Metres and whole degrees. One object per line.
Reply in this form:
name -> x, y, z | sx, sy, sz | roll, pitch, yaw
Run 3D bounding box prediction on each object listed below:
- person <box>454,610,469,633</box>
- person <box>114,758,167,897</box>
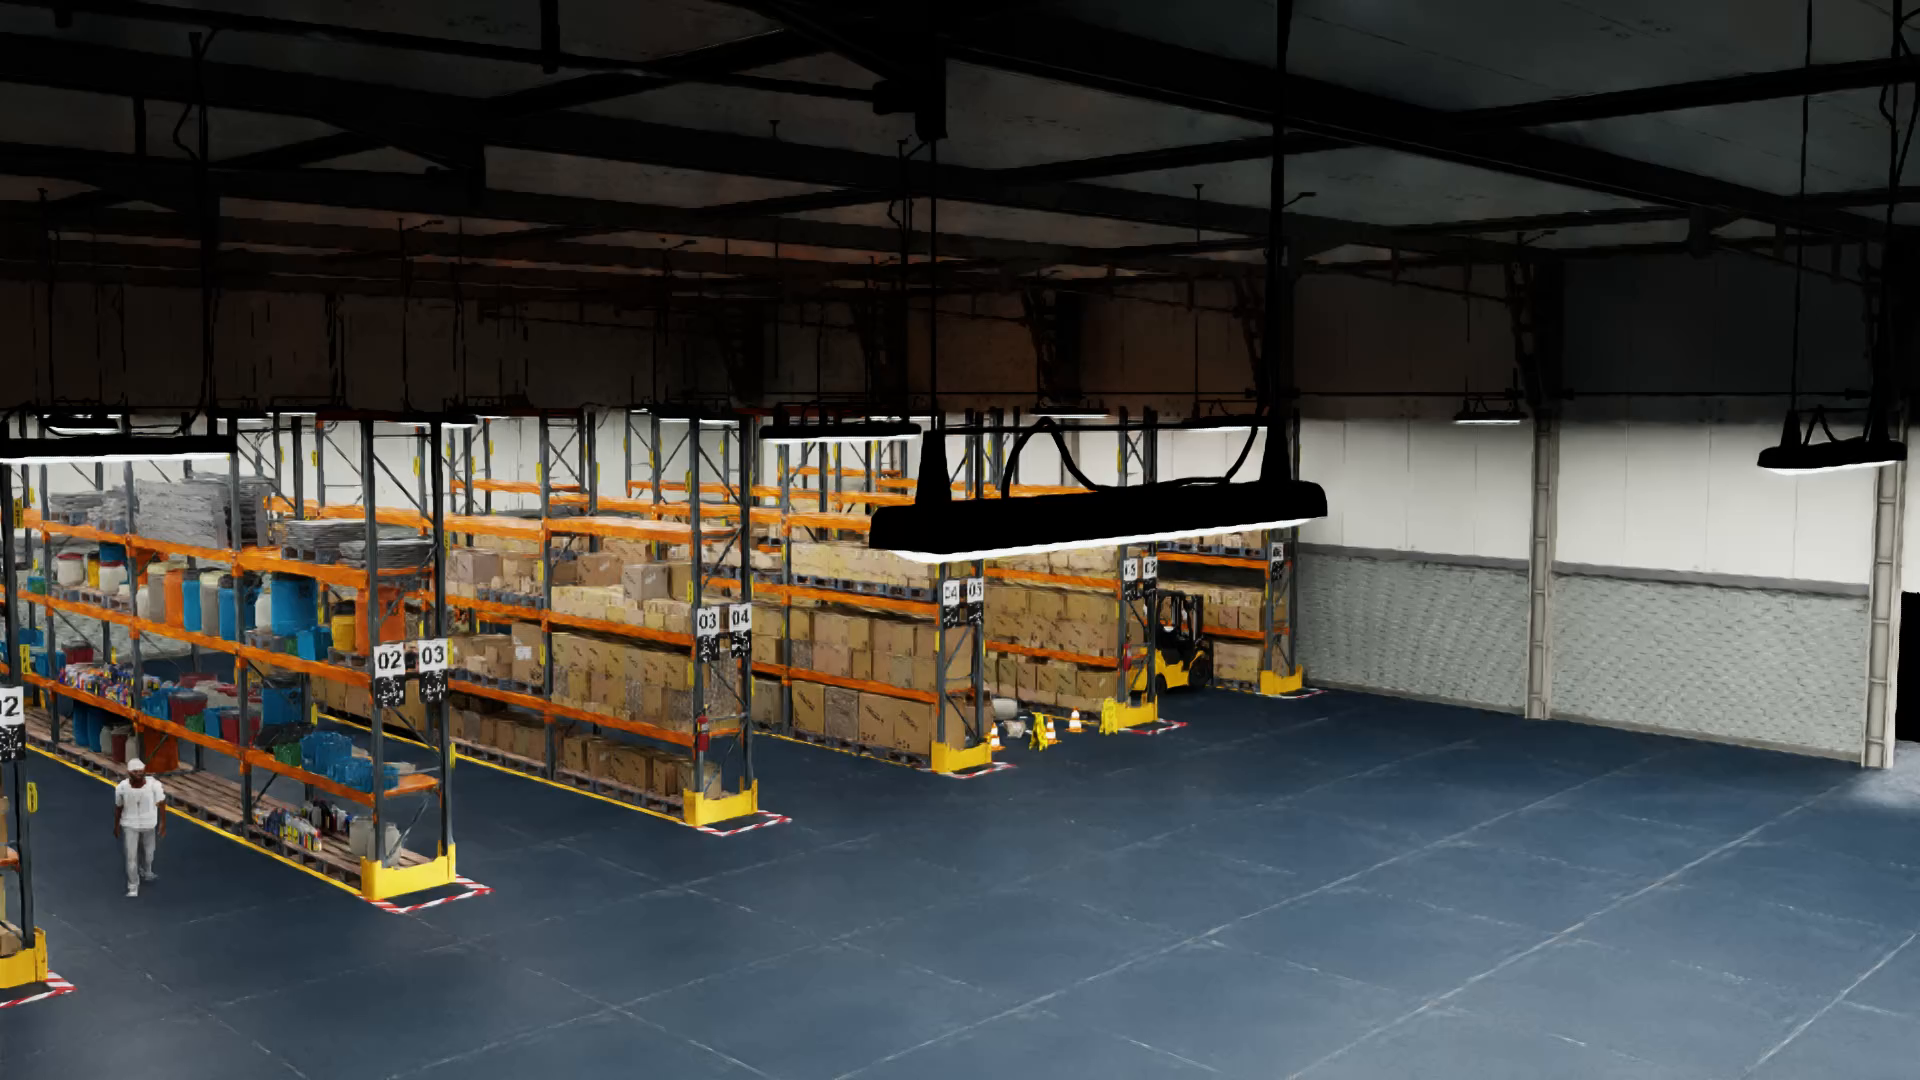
person -> -10.901, 2.315, 36.331 | 0.507, 1.619, 0.598 | 5, 7, 42
person -> -10.413, 3.603, 21.125 | 0.601, 1.728, 0.934 | -3, 6, -30
